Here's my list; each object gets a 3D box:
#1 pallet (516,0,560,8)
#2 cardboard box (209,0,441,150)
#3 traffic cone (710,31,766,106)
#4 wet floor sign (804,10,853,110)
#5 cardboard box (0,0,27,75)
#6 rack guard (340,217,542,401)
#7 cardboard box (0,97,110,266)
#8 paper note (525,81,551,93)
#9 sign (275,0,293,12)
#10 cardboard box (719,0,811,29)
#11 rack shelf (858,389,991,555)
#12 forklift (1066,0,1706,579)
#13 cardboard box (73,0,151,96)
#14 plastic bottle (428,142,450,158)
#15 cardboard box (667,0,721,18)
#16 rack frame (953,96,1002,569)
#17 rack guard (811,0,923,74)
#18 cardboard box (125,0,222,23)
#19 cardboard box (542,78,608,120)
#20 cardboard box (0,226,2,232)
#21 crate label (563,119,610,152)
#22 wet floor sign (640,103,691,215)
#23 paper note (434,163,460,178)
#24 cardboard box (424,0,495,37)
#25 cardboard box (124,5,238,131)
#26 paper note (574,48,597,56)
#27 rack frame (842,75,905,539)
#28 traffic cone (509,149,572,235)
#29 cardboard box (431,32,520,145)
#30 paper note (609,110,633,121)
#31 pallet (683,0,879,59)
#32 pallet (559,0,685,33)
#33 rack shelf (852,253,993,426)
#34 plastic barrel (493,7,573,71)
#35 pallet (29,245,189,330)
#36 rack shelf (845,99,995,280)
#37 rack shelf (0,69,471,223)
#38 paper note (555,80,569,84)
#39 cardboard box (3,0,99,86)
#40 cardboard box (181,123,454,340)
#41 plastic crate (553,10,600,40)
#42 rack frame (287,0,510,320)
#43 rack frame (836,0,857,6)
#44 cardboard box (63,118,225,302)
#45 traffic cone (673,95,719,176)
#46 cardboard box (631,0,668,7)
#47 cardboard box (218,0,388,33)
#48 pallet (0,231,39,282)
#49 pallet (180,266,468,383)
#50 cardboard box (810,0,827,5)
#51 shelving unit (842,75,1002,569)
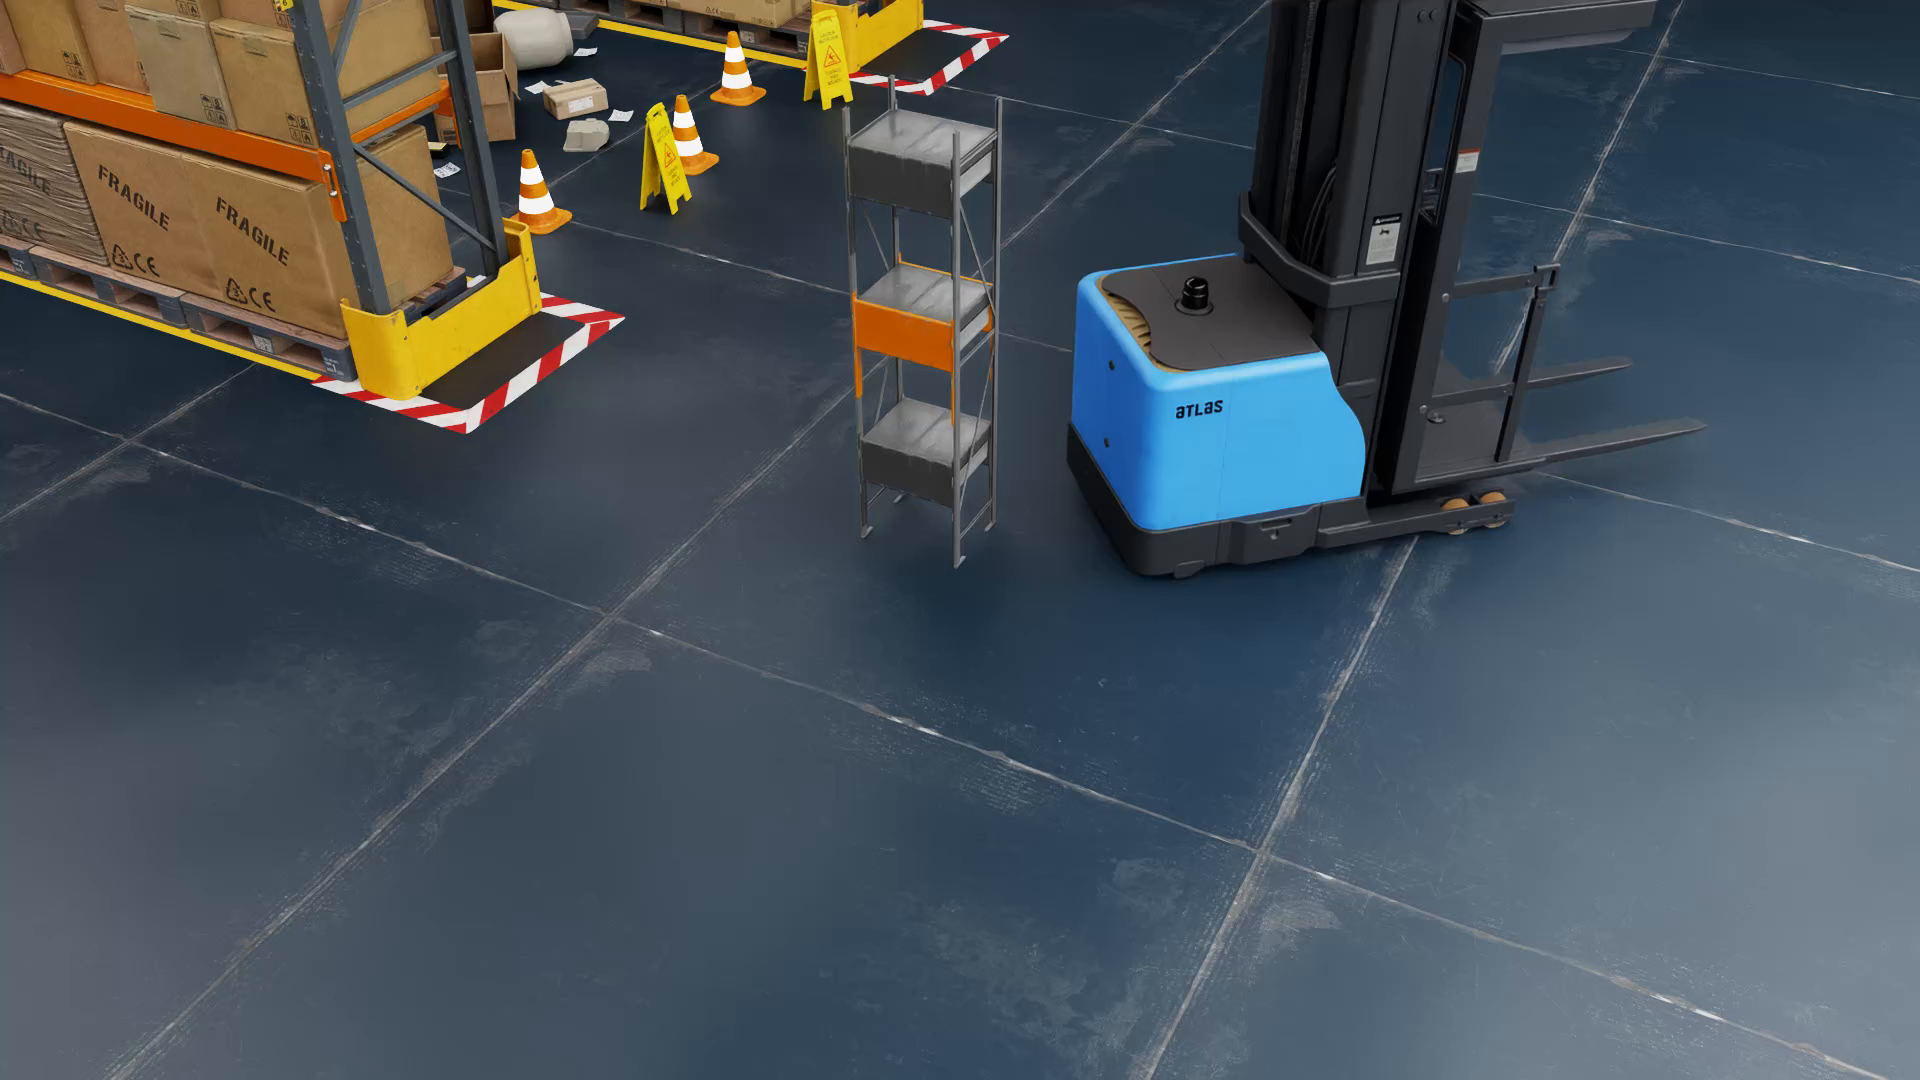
[{"bbox_3d":[-3.558,-4.798,13.896,1.213,0.211,1.003,17,41,21],"label":"pallet"},{"bbox_3d":[-3.156,-2.417,8.329,0.550,0.550,0.875,17,41,21],"label":"cardboard box"},{"bbox_3d":[-1.594,-3.381,11.821,0.334,0.463,0.336,17,41,21],"label":"traffic cone"},{"bbox_3d":[-0.942,-3.399,11.694,0.267,0.644,0.232,-29,46,-33],"label":"wet floor sign"},{"bbox_3d":[-5.100,-3.000,9.097,0.550,0.550,0.875,17,41,21],"label":"cardboard box"},{"bbox_3d":[-2.784,-1.276,9.018,0.348,0.500,1.175,17,41,21],"label":"rack guard"},{"bbox_3d":[-5.029,-2.251,9.644,0.875,0.875,0.875,18,41,22],"label":"cardboard box"},{"bbox_3d":[-3.059,-3.288,12.066,0.148,0.019,0.142,-29,46,-33],"label":"paper note"},{"bbox_3d":[-3.067,-2.546,7.470,0.005,0.325,0.100,17,41,21],"label":"sign"},{"bbox_3d":[-1.482,-4.123,12.628,0.500,0.250,0.500,17,40,21],"label":"cardboard box"},{"bbox_3d":[-0.147,-0.314,7.607,0.480,0.518,0.431,17,41,21],"label":"rack shelf"},{"bbox_3d":[2.097,-1.491,7.290,3.031,2.935,1.130,-10,38,-13],"label":"forklift"},{"bbox_3d":[-4.094,-2.781,8.809,0.550,0.550,0.875,17,41,21],"label":"cardboard box"},{"bbox_3d":[-3.578,-2.617,11.148,0.283,0.061,0.133,4,37,6],"label":"plastic bottle"},{"bbox_3d":[-1.917,-4.265,12.814,0.500,0.250,0.500,18,41,22],"label":"cardboard box"},{"bbox_3d":[0.070,-0.815,7.086,0.015,2.100,0.400,17,41,21],"label":"rack frame"},{"bbox_3d":[-0.686,-3.990,12.592,0.348,0.500,1.175,17,41,21],"label":"rack guard"},{"bbox_3d":[-3.648,-2.996,8.198,0.550,0.550,0.875,17,41,21],"label":"cardboard box"},{"bbox_3d":[-2.711,-3.108,11.722,0.380,0.149,0.250,-21,42,-25],"label":"cardboard box"},{"bbox_3d":[-5.831,-2.499,9.971,0.875,0.875,0.875,18,41,22],"label":"cardboard box"},{"bbox_3d":[-2.529,-2.746,11.254,0.298,0.136,0.250,-2,37,-2],"label":"crate label"},{"bbox_3d":[-1.869,-2.396,10.372,0.232,0.644,0.267,11,38,14],"label":"wet floor sign"},{"bbox_3d":[-3.380,-2.431,10.929,0.144,0.017,0.142,-29,46,-33],"label":"paper note"},{"bbox_3d":[-3.845,-4.053,12.674,0.500,0.500,0.500,-14,39,-18],"label":"cardboard box"},{"bbox_3d":[-3.654,-2.558,8.515,0.550,0.550,0.875,17,41,21],"label":"cardboard box"},{"bbox_3d":[-2.837,-3.704,12.604,0.148,0.019,0.142,4,37,6],"label":"paper note"},{"bbox_3d":[-0.364,-0.950,7.265,0.015,2.100,0.400,17,41,21],"label":"rack frame"},{"bbox_3d":[-2.624,-2.178,10.237,0.334,0.463,0.336,17,41,21],"label":"traffic cone"},{"bbox_3d":[-3.343,-3.099,11.416,0.637,0.503,0.797,-8,38,-10],"label":"cardboard box"},{"bbox_3d":[-2.374,-2.976,11.645,0.142,0.019,0.148,4,37,6],"label":"paper note"},{"bbox_3d":[-1.391,-4.119,13.002,1.213,0.211,1.003,17,41,21],"label":"pallet"},{"bbox_3d":[-2.471,-4.459,13.450,1.213,0.211,1.003,17,41,21],"label":"pallet"},{"bbox_3d":[-0.147,-0.872,7.184,0.480,0.518,0.431,17,41,21],"label":"rack shelf"},{"bbox_3d":[-3.149,-3.699,12.274,0.512,0.421,0.421,-14,39,-18],"label":"plastic barrel"},{"bbox_3d":[-4.631,-1.688,9.799,1.213,0.211,1.003,17,41,21],"label":"pallet"},{"bbox_3d":[-0.147,-1.429,6.761,0.480,0.518,0.431,17,41,21],"label":"rack shelf"},{"bbox_3d":[-4.582,-2.548,9.221,4.000,0.370,1.077,17,41,21],"label":"rack shelf"},{"bbox_3d":[-2.901,-3.344,12.147,0.123,0.001,0.032,17,41,21],"label":"paper note"},{"bbox_3d":[-4.584,-2.907,8.974,0.500,0.550,0.875,17,41,21],"label":"cardboard box"},{"bbox_3d":[-3.438,-1.752,8.988,0.875,0.875,0.875,18,41,22],"label":"cardboard box"},{"bbox_3d":[-3.154,-4.037,13.002,0.583,0.080,0.402,4,37,6],"label":"plastic crate"},{"bbox_3d":[-2.806,-2.278,8.271,0.127,3.000,1.000,17,41,21],"label":"rack frame"},{"bbox_3d":[-0.619,-4.964,11.809,0.127,3.000,1.000,17,41,21],"label":"rack frame"},{"bbox_3d":[-4.220,-1.996,9.309,0.875,0.875,0.875,17,40,21],"label":"cardboard box"},{"bbox_3d":[-1.803,-2.690,10.911,0.334,0.463,0.336,17,41,21],"label":"traffic cone"},{"bbox_3d":[-2.384,-4.407,13.002,0.500,0.250,0.500,16,40,20],"label":"cardboard box"},{"bbox_3d":[-3.117,-2.892,8.062,0.550,0.550,0.875,17,41,21],"label":"cardboard box"},{"bbox_3d":[-5.718,-2.026,10.245,1.213,0.211,1.003,17,41,21],"label":"pallet"},{"bbox_3d":[-3.552,-1.348,9.351,1.213,0.211,1.003,17,41,21],"label":"pallet"},{"bbox_3d":[-1.208,-4.409,13.004,0.500,0.250,0.500,17,40,21],"label":"cardboard box"},{"bbox_3d":[-0.147,-0.882,7.176,0.503,2.100,0.431,17,41,21],"label":"shelving unit"}]
